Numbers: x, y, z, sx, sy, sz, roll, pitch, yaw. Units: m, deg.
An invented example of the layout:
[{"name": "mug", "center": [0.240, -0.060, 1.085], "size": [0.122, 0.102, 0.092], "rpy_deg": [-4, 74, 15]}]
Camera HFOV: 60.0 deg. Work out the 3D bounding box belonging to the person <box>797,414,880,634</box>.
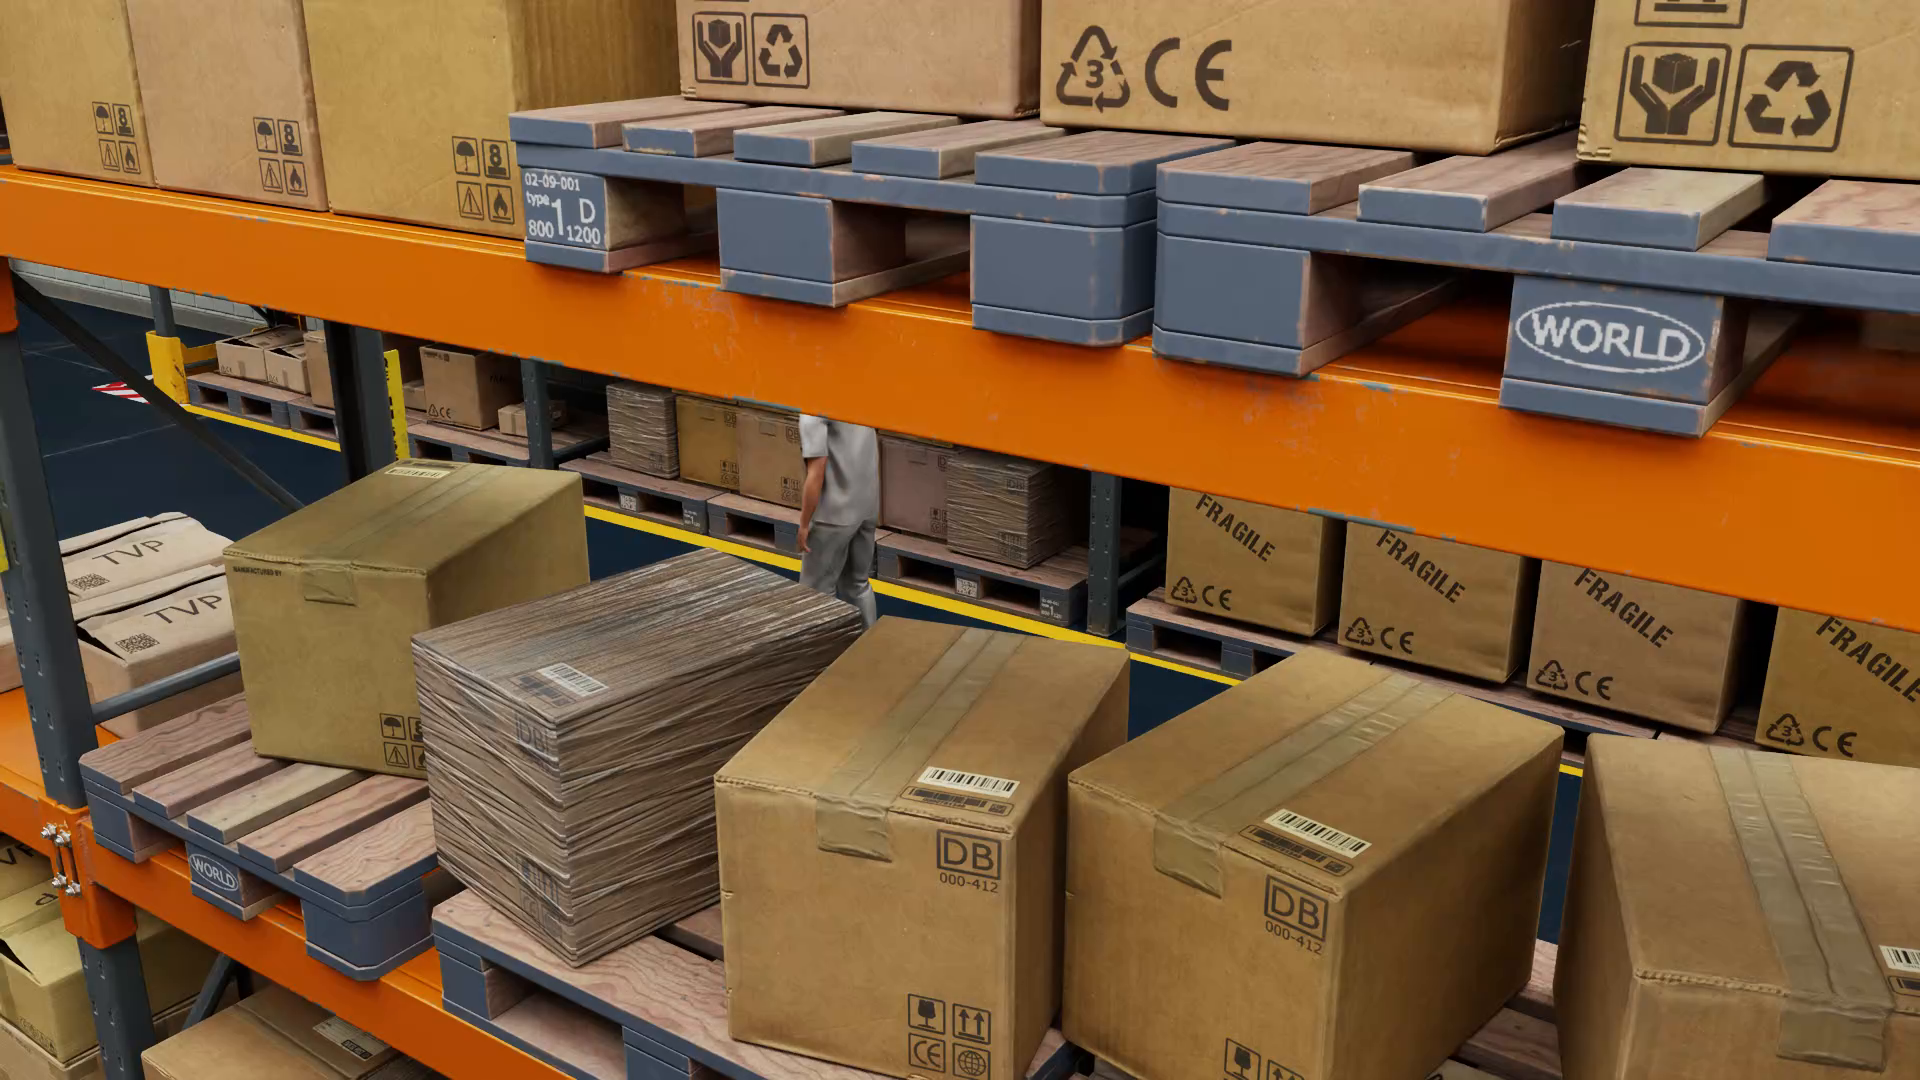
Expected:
[{"name": "person", "center": [-0.569, -0.111, 7.382], "size": [0.412, 1.672, 0.485], "rpy_deg": [13, 23, 31]}]
